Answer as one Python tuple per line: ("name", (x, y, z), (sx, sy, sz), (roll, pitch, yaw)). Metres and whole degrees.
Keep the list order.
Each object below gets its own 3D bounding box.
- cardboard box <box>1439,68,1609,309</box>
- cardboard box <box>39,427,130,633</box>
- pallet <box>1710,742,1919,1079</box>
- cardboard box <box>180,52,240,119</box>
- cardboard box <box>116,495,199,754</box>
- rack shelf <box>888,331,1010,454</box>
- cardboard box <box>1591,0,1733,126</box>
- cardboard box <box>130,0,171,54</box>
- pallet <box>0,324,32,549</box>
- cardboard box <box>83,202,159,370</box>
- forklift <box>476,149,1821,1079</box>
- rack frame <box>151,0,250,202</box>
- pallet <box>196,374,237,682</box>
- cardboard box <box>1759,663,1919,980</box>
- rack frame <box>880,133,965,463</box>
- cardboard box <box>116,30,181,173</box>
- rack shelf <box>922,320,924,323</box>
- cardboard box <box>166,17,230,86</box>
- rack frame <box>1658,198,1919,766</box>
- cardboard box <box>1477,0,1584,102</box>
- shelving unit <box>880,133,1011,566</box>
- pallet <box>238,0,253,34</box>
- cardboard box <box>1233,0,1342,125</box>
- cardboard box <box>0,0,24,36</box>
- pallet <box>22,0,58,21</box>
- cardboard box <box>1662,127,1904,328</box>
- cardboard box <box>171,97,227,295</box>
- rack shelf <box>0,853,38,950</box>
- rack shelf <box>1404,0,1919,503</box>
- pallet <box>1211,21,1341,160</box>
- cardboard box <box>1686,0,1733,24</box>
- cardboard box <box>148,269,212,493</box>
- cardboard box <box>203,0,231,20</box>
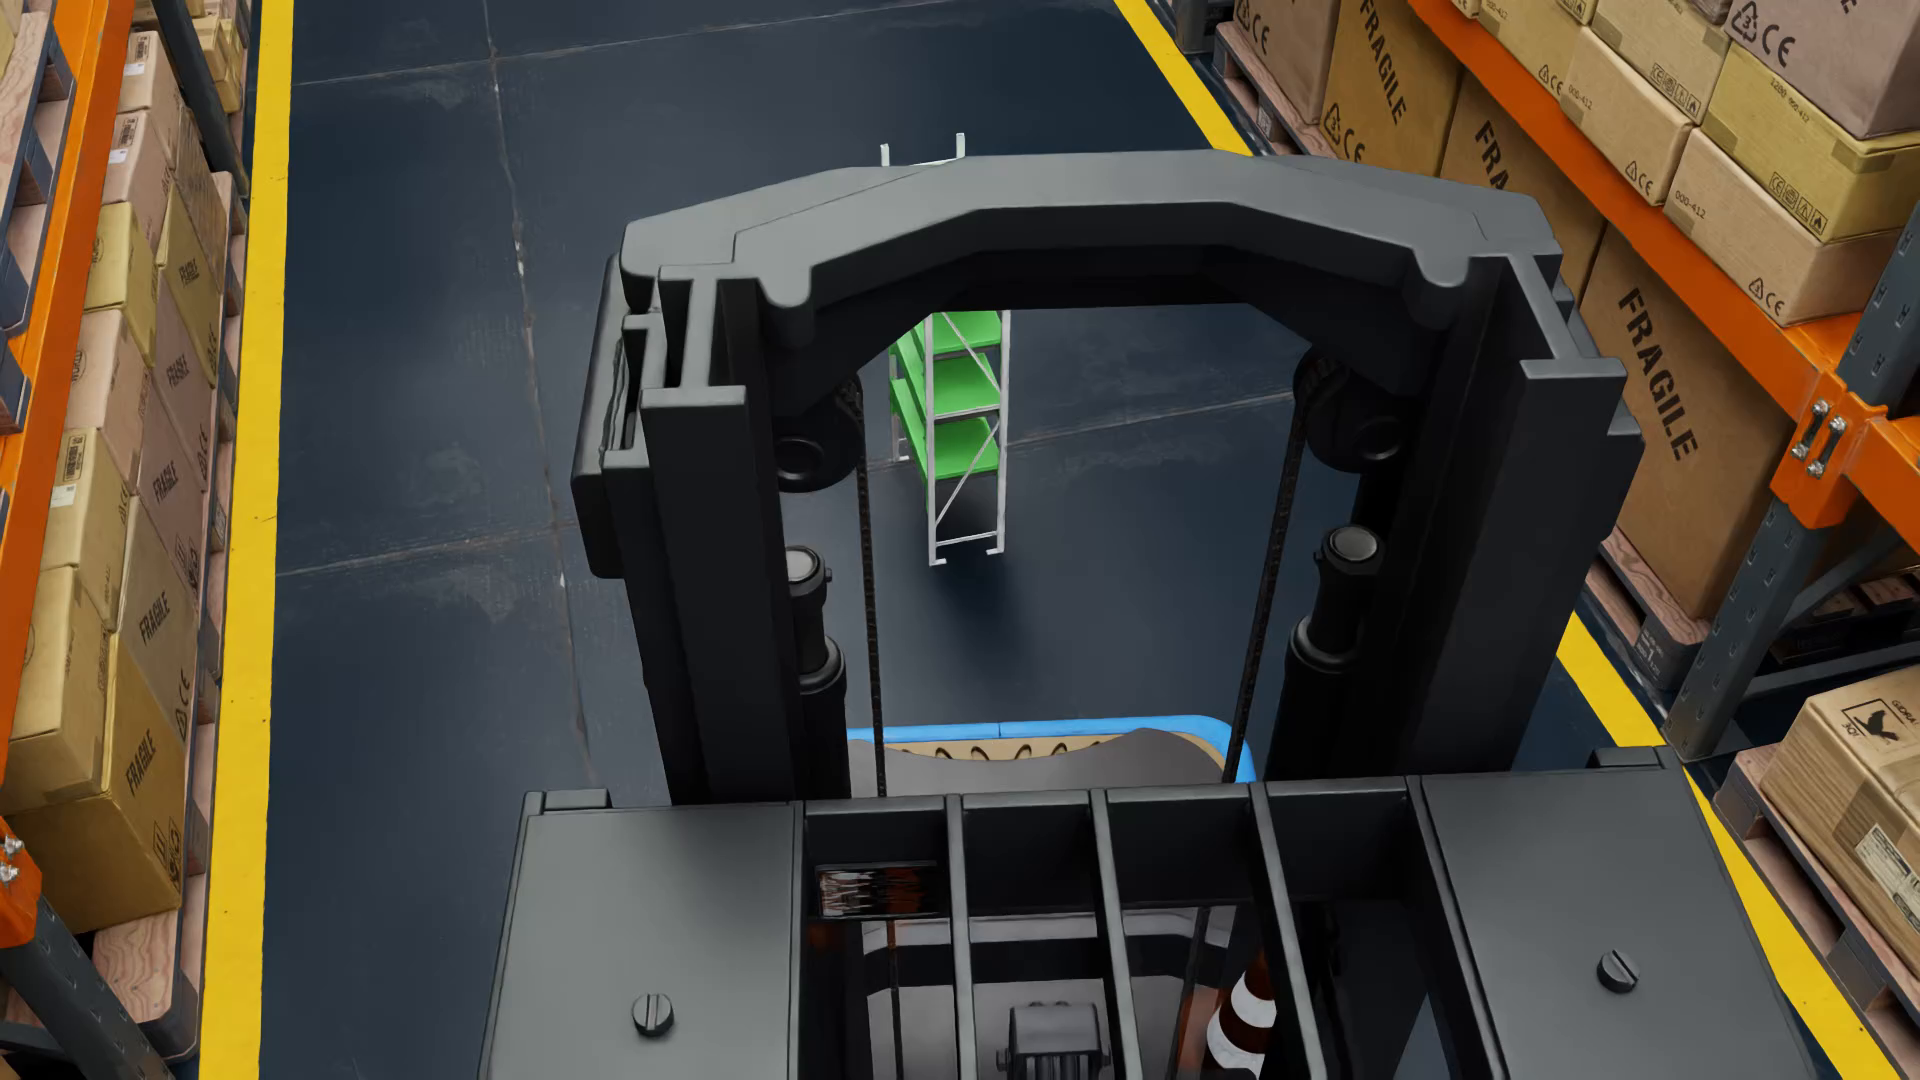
("cardboard box", (2.159, -1.066, 5.389), (0.875, 0.875, 0.875), (-10, 46, -10))
("cardboard box", (-2.352, 0.015, 4.066), (0.500, 0.250, 0.500), (-11, 47, -11))
("pallet", (2.678, 0.961, 4.160), (1.003, 0.211, 1.213), (-11, 47, -10))
("cardboard box", (-3.087, -1.801, 6.616), (0.380, 0.149, 0.250), (-13, 47, -12))
("cardboard box", (-2.346, 0.267, 4.345), (0.500, 0.500, 0.500), (-10, 46, -10))
("rack shelf", (-0.042, -0.490, 4.979), (0.258, 0.148, 0.480), (-11, 47, -10))
("cardboard box", (1.975, -1.318, 4.197), (0.500, 0.250, 0.500), (-12, 47, -11))
("cardboard box", (-3.192, -1.974, 6.370), (0.380, 0.149, 0.250), (-9, 46, -9))
("pallet", (-2.565, 0.015, 3.269), (1.213, 0.211, 1.003), (-11, 47, -10))
("cardboard box", (-2.601, -0.688, 4.755), (0.500, 0.250, 0.500), (-13, 47, -12))
("forklift", (0.152, 1.150, 2.071), (1.130, 2.935, 3.031), (-2, 46, -2))
("rack frame", (-3.304, -2.341, 5.444), (1.000, 3.000, 0.127), (-11, 47, -10))
("pallet", (-2.787, 0.016, 5.087), (1.003, 0.211, 1.213), (-11, 47, -10))
("cardboard box", (2.614, 0.610, 4.098), (0.950, 0.372, 0.625), (-14, 47, -13))
("rack frame", (-0.105, -0.703, 5.099), (0.240, 1.200, 0.015), (-11, 47, -10))
("cardboard box", (-2.869, -1.408, 5.461), (0.500, 0.250, 0.500), (-12, 47, -11))
("rack shelf", (-0.042, -0.825, 4.636), (0.258, 0.148, 0.480), (-11, 47, -10))
("cardboard box", (-3.087, -1.903, 6.509), (0.380, 0.149, 0.250), (-9, 46, -8))
("rack frame", (2.479, -0.555, 3.693), (1.000, 3.000, 0.127), (-11, 47, -10))
("cardboard box", (1.840, -1.504, 4.729), (0.500, 0.250, 0.500), (-11, 47, -11))
("shelving unit", (-0.042, -0.534, 4.933), (0.258, 1.200, 0.503), (-11, 47, -10))
("pallet", (-3.826, -2.666, 7.715), (1.003, 0.211, 1.213), (-11, 47, -10))
("cardboard box", (1.691, -2.306, 6.603), (0.875, 0.875, 0.875), (-9, 46, -9))
("cardboard box", (-2.741, -1.447, 4.449), (0.380, 0.149, 0.250), (-13, 47, -12))
("pallet", (-3.249, -1.720, 4.970), (1.003, 0.211, 1.213), (-11, 47, -10))
("cardboard box", (2.099, -0.804, 4.042), (0.500, 0.250, 0.500), (-12, 47, -12))
("cardboard box", (-2.871, -1.148, 5.731), (0.500, 0.500, 0.500), (-12, 47, -11))
("rack shelf", (-1.768, 2.053, 1.642), (1.077, 0.370, 4.000), (-11, 47, -10))
("rack shelf", (1.967, -1.684, 5.303), (1.077, 0.370, 4.000), (-11, 47, -10))
("pallet", (1.726, -1.821, 6.887), (1.003, 0.211, 1.213), (-11, 47, -10))
("cardboard box", (1.955, -1.601, 3.949), (0.500, 0.500, 0.500), (-10, 46, -10))
("cardboard box", (-2.613, -0.439, 5.036), (0.500, 0.500, 0.500), (-12, 47, -11))
("cardboard box", (-3.269, -2.146, 6.955), (0.380, 0.149, 0.250), (-11, 47, -11))
